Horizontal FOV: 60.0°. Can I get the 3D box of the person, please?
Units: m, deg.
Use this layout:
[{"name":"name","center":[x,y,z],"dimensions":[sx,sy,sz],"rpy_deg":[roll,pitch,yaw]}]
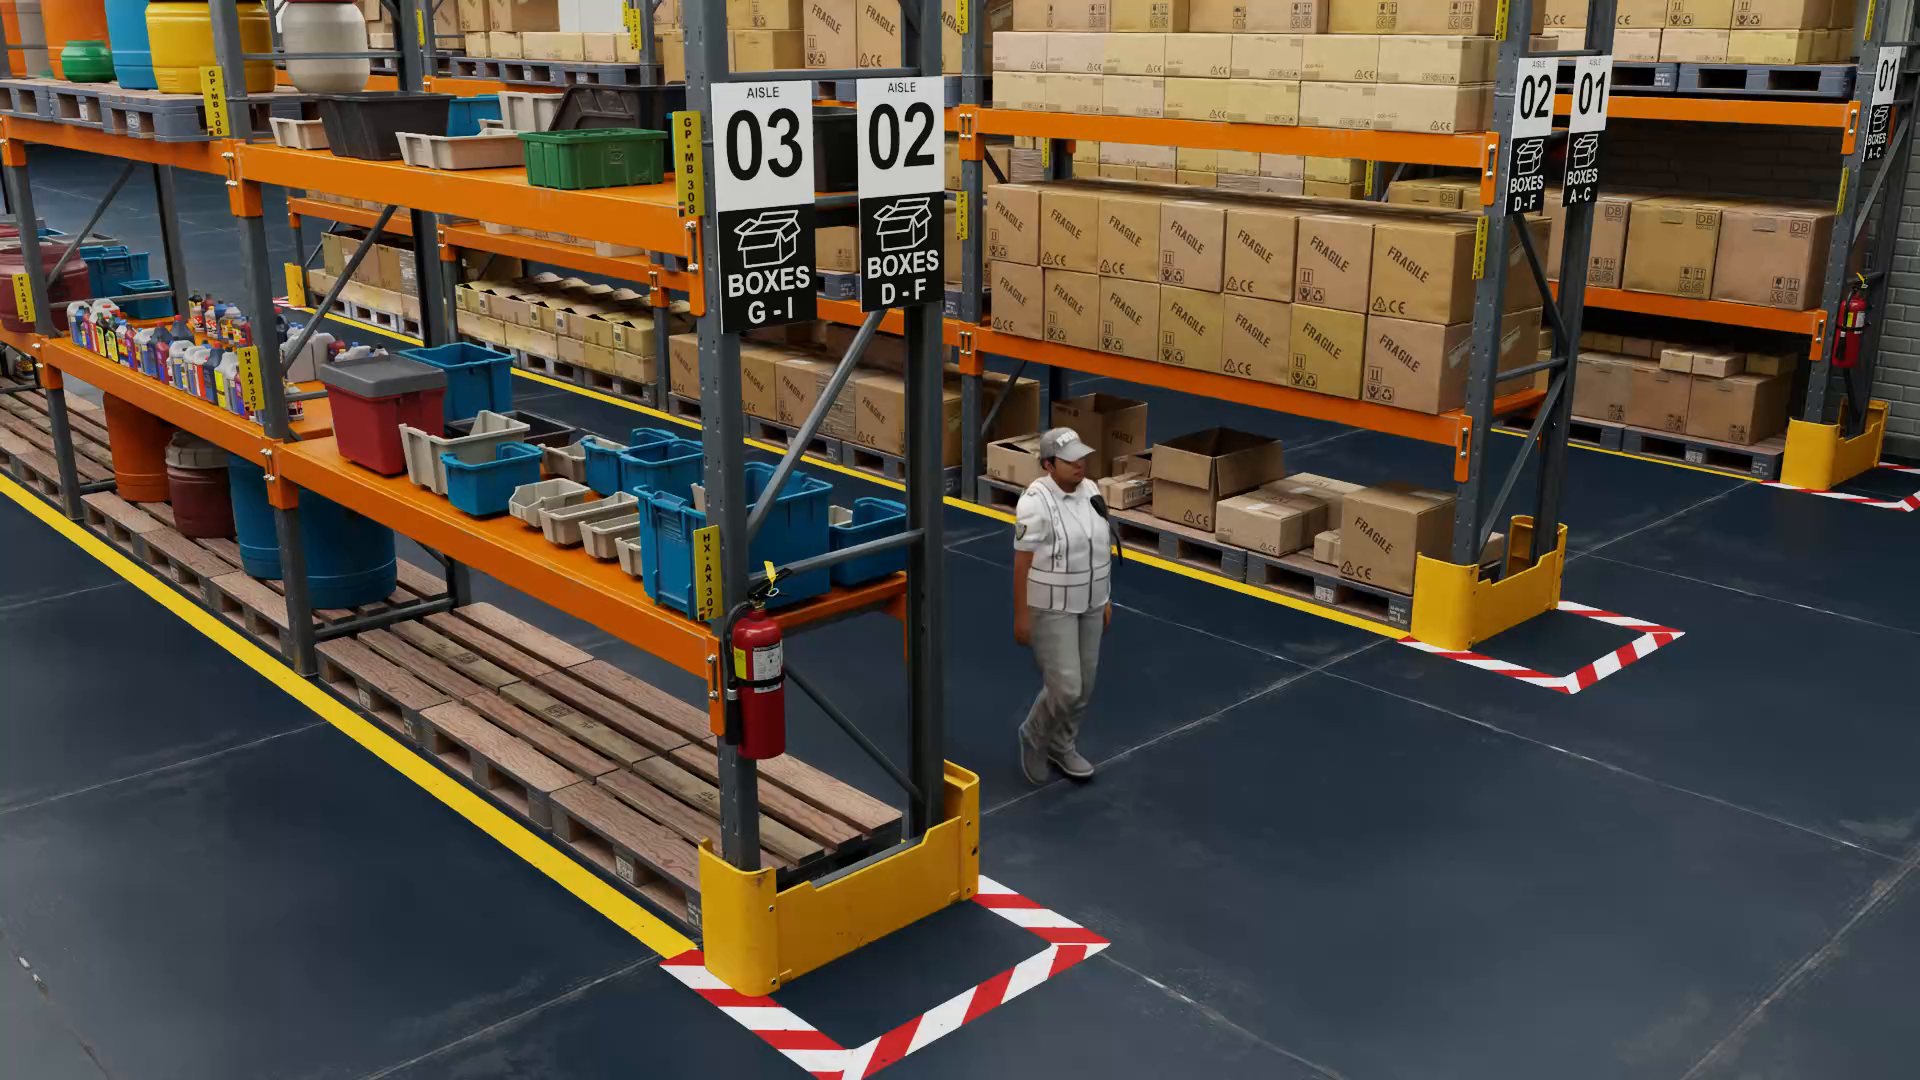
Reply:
[{"name":"person","center":[0.495,0.315,7.503],"dimensions":[0.499,1.681,0.450],"rpy_deg":[-14,22,-37]}]
